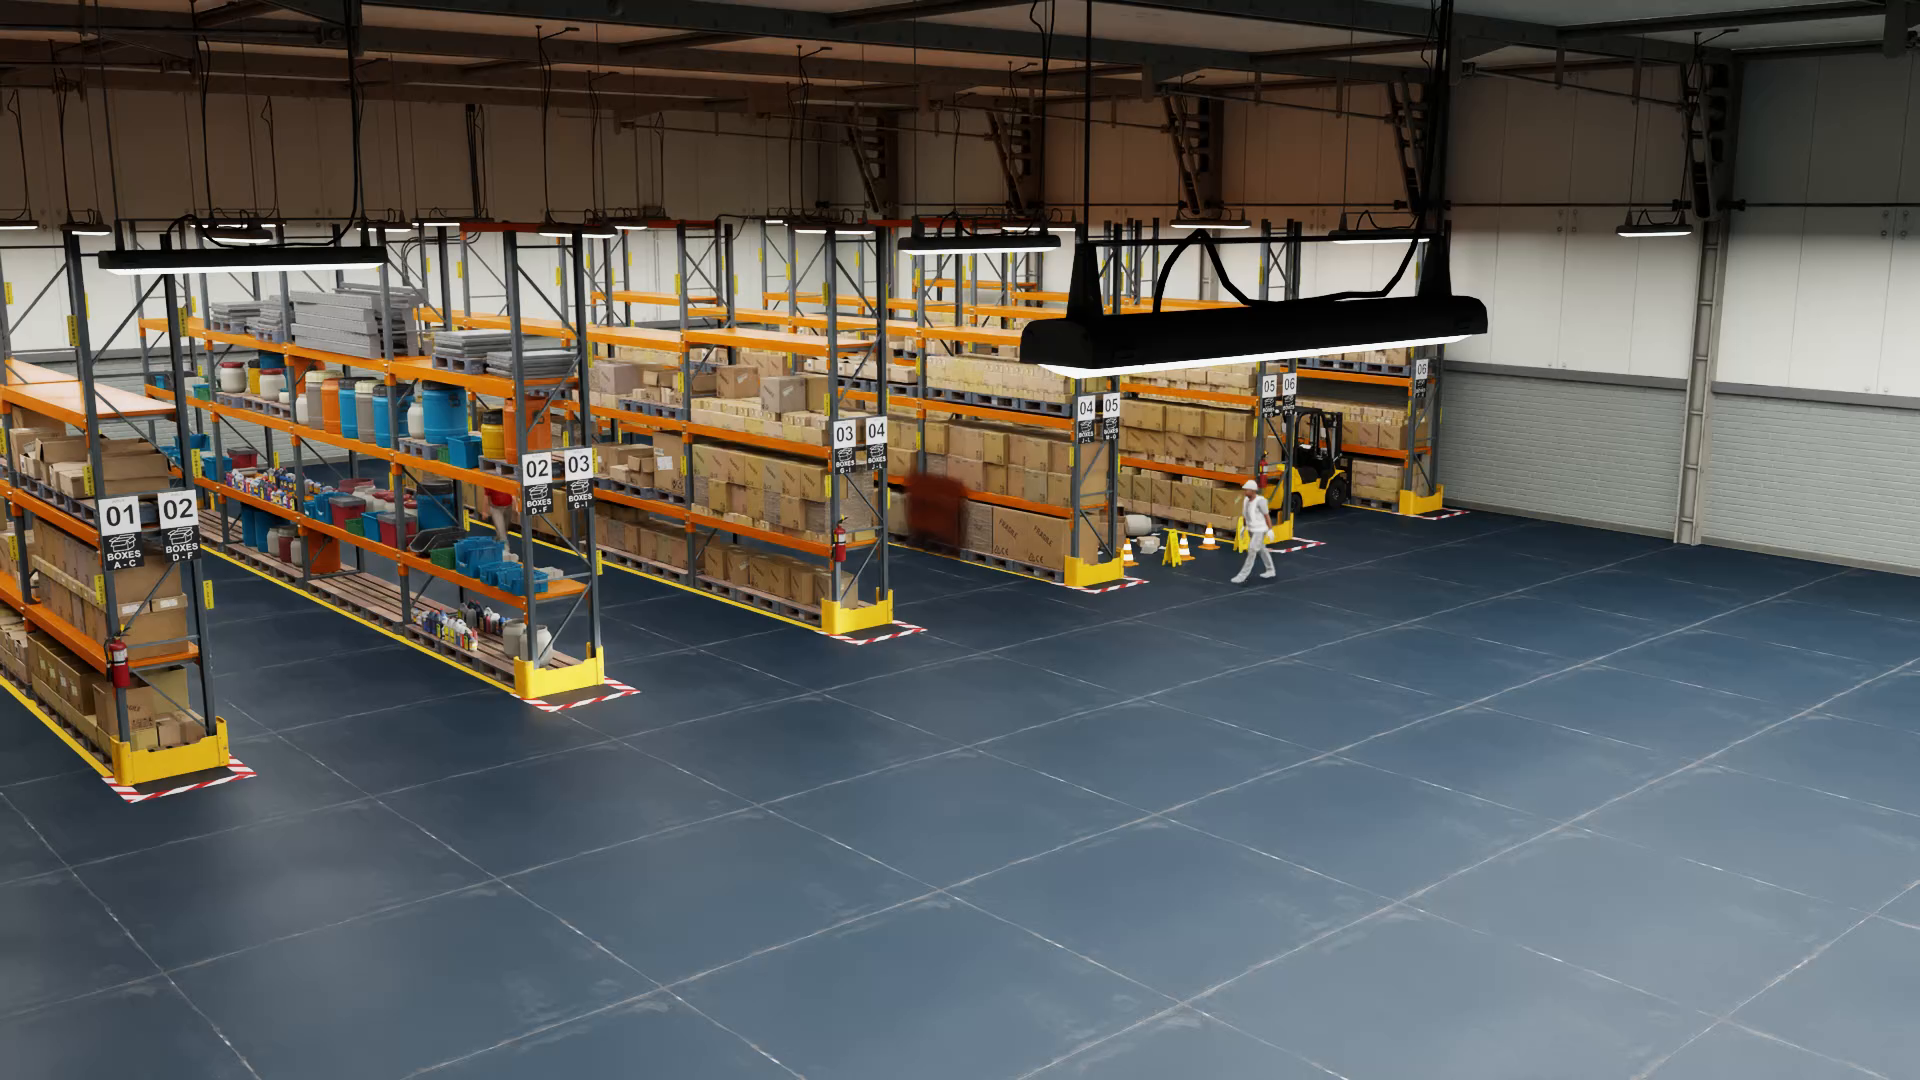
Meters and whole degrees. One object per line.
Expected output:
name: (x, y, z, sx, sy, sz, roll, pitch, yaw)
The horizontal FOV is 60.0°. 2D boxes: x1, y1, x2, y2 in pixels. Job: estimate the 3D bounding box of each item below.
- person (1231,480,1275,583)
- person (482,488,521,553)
person: (4.976, -0.166, 28.206, 1.009, 1.711, 0.627, -5, 13, -24)
person: (-8.315, -0.531, 30.180, 0.642, 1.661, 1.084, -10, 15, -40)
